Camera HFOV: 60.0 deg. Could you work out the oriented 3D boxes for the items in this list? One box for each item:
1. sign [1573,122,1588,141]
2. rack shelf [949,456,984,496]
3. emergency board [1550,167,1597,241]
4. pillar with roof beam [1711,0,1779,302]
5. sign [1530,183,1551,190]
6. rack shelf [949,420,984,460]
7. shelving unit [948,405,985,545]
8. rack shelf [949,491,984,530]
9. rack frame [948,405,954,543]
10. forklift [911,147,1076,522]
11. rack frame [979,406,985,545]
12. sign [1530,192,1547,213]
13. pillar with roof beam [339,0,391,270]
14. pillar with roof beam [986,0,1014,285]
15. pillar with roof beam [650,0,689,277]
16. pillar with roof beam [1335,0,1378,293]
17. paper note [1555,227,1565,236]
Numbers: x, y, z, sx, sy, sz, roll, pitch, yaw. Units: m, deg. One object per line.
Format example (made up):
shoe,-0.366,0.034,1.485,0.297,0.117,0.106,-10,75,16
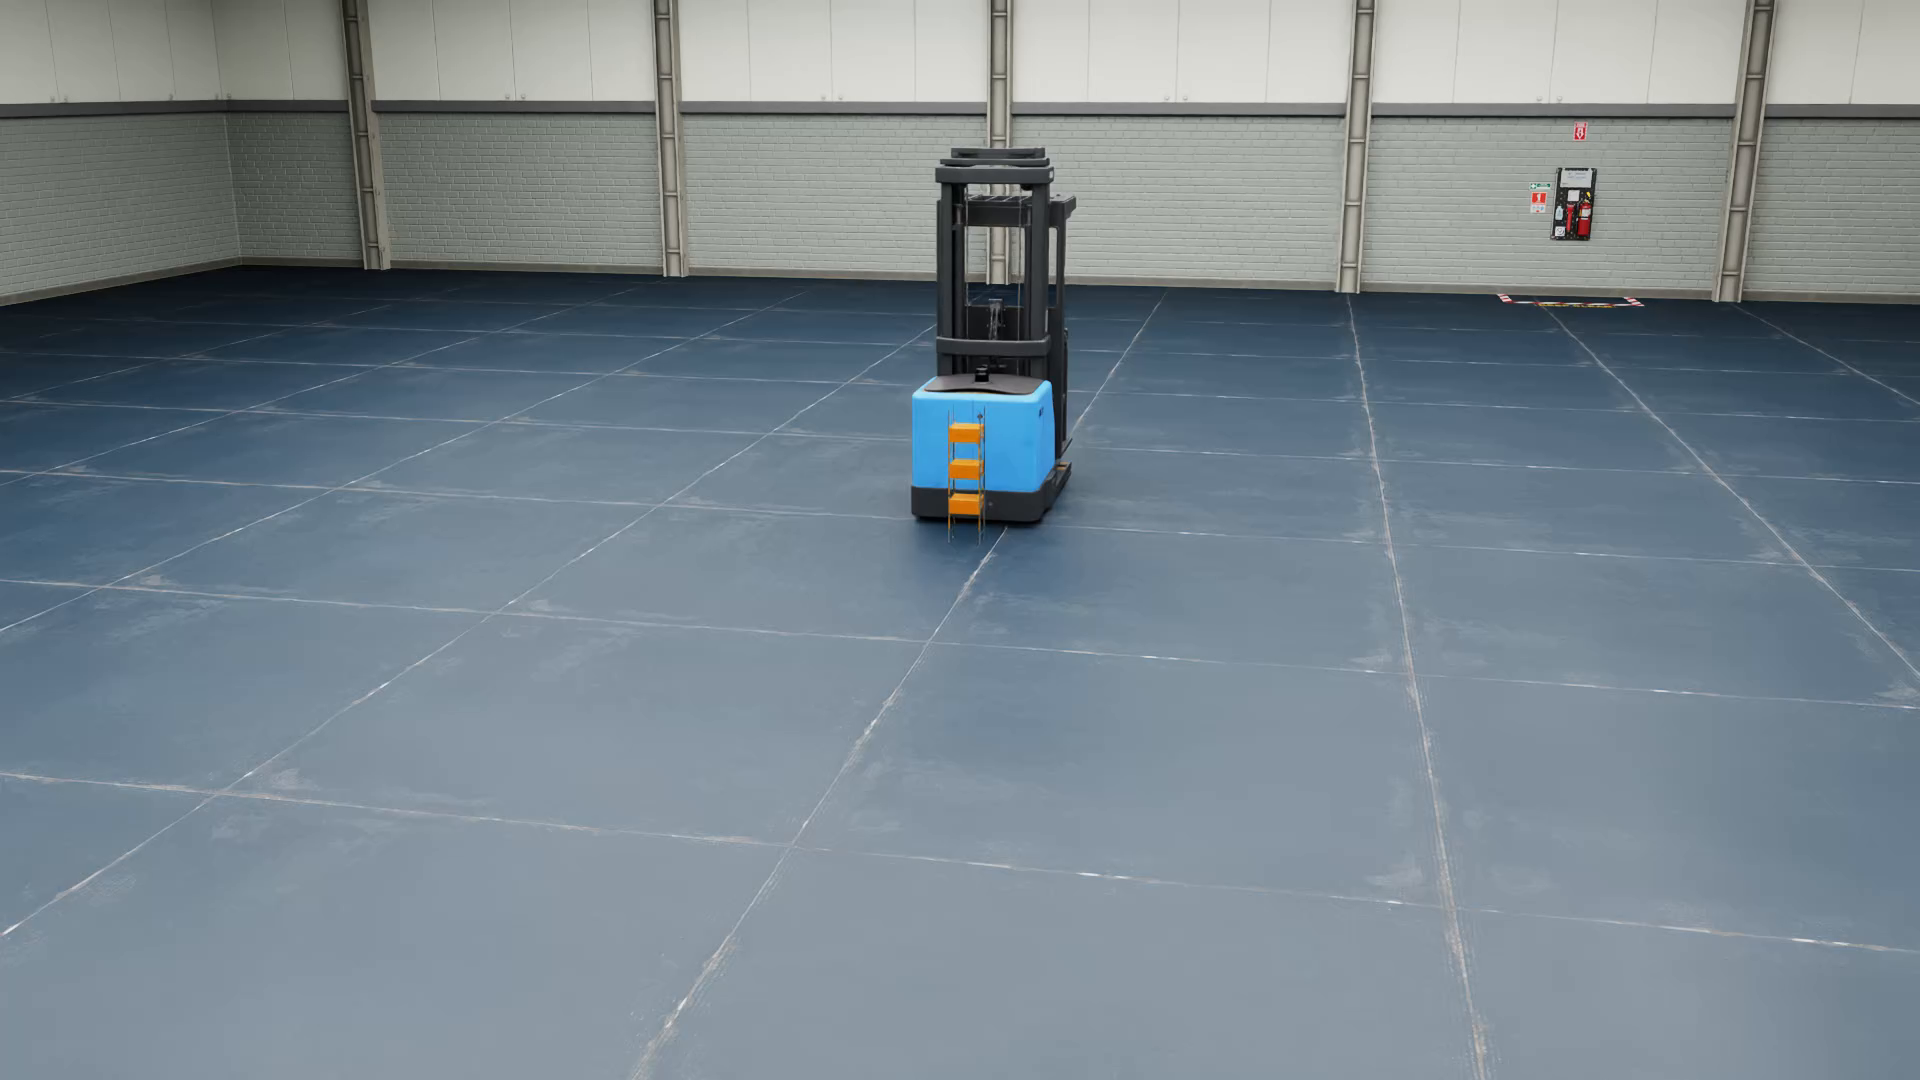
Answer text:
sign,10.042,-6.617,26.919,0.199,0.298,0.001,3,16,11
rack shelf,0.052,-0.493,12.844,0.240,0.259,0.215,3,16,11
emergency board,10.030,-5.474,27.133,0.643,1.169,0.194,3,16,11
pillar with roof beam,11.586,-7.097,21.756,0.400,9.000,9.100,3,16,11
sign,9.512,-5.800,27.252,0.331,0.109,0.001,3,16,11
rack shelf,0.052,-0.766,12.769,0.240,0.259,0.215,3,16,11
shelving unit,0.052,-0.503,12.842,0.252,1.050,0.215,3,16,11
rack shelf,0.052,-0.225,12.919,0.240,0.259,0.215,3,16,11
rack frame,-0.067,-0.510,12.865,0.008,1.050,0.200,3,16,11
forklift,0.393,-1.908,14.390,1.130,2.935,3.031,3,16,11
rack frame,0.172,-0.497,12.818,0.008,1.050,0.200,3,16,11
sign,9.509,-5.547,27.332,0.234,0.329,0.001,3,16,11
pillar with roof beam,-11.932,-8.374,26.365,0.400,9.000,9.100,3,16,11
pillar with roof beam,-0.173,-7.735,24.060,0.400,9.000,9.100,3,16,11
pillar with roof beam,-6.053,-8.055,25.213,0.400,9.000,9.100,3,16,11
pillar with roof beam,5.707,-7.416,22.908,0.400,9.000,9.100,3,16,11
paper note,9.871,-5.077,27.350,0.142,0.148,0.016,3,16,11
